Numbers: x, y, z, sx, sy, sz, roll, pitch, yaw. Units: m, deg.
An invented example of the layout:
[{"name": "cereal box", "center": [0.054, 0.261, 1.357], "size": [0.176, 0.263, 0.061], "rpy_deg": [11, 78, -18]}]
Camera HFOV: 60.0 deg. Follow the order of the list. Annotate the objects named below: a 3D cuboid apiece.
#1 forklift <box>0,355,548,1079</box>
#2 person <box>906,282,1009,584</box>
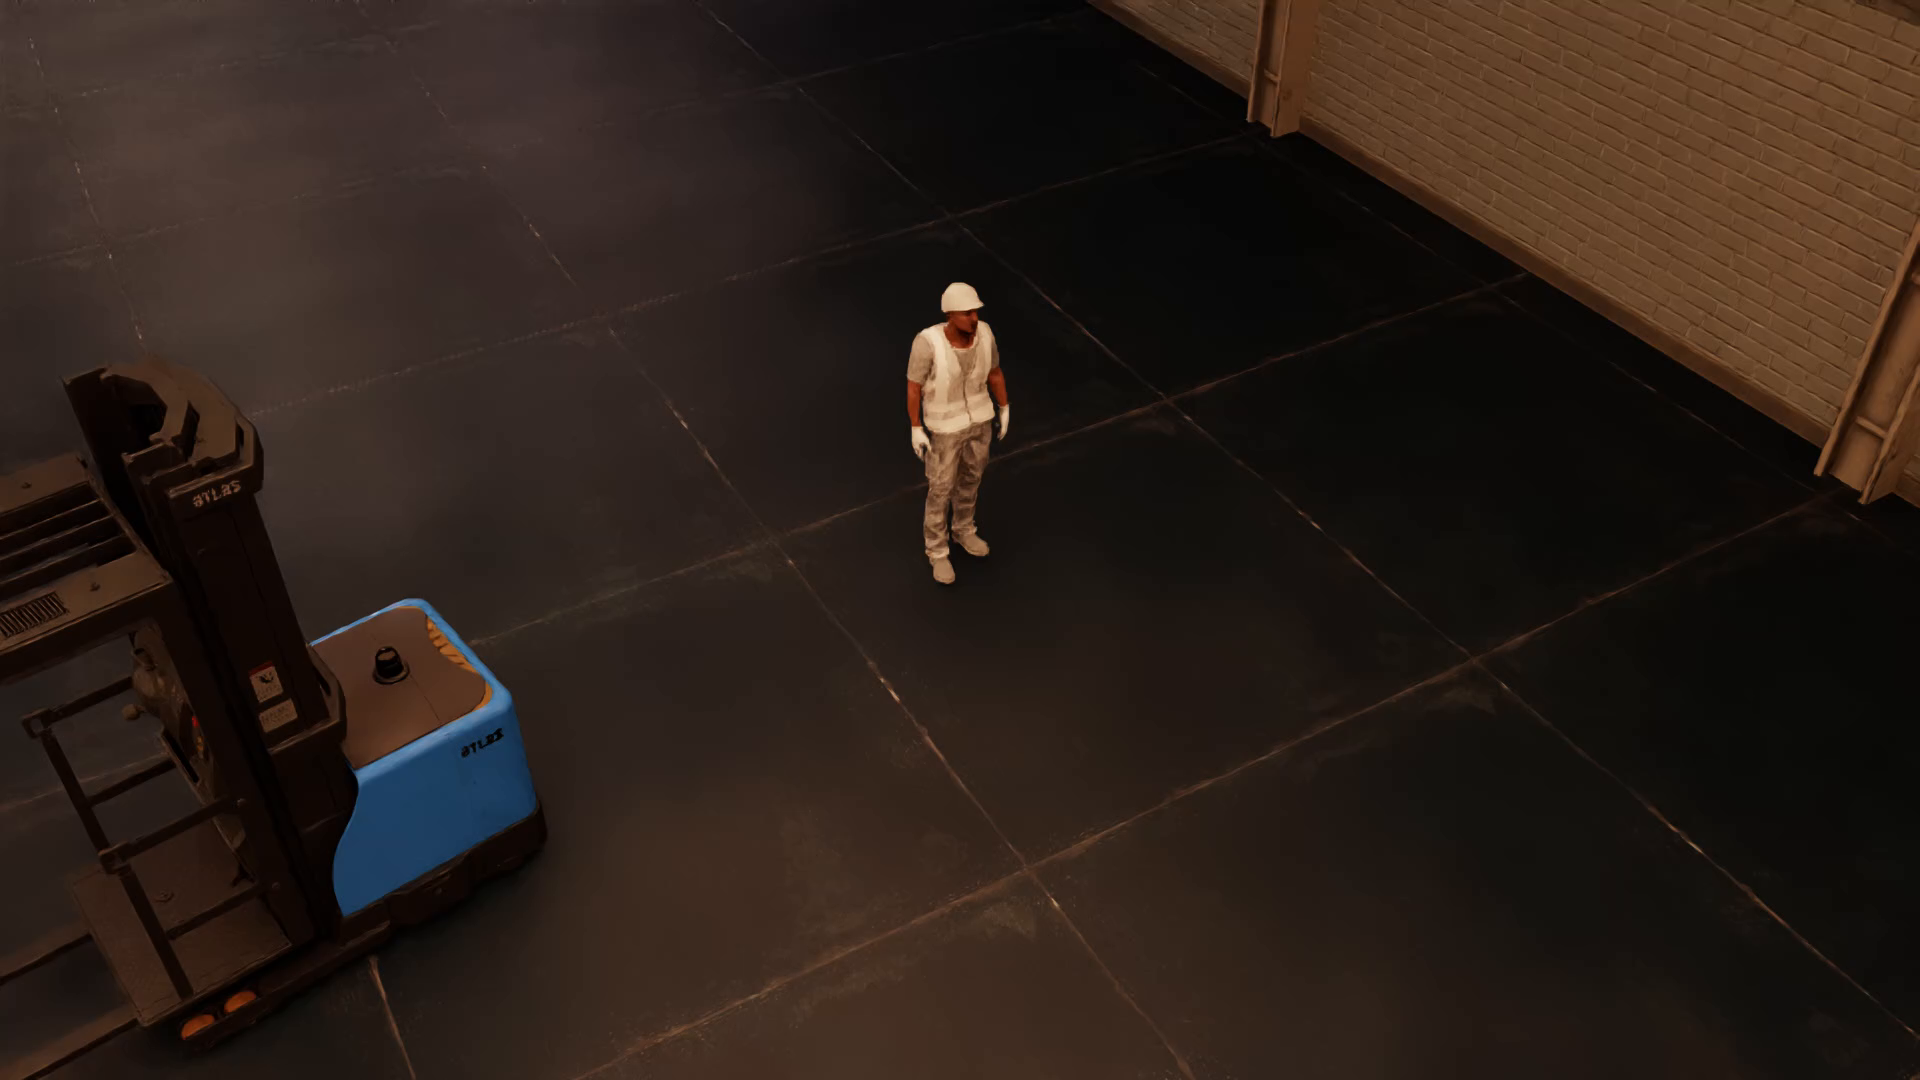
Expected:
[{"name": "forklift", "center": [-3.537, 0.804, 7.066], "size": [3.031, 2.935, 1.130], "rpy_deg": [-28, 47, -30]}, {"name": "person", "center": [0.029, -0.649, 9.707], "size": [0.655, 1.782, 0.576], "rpy_deg": [-20, 44, -23]}]
